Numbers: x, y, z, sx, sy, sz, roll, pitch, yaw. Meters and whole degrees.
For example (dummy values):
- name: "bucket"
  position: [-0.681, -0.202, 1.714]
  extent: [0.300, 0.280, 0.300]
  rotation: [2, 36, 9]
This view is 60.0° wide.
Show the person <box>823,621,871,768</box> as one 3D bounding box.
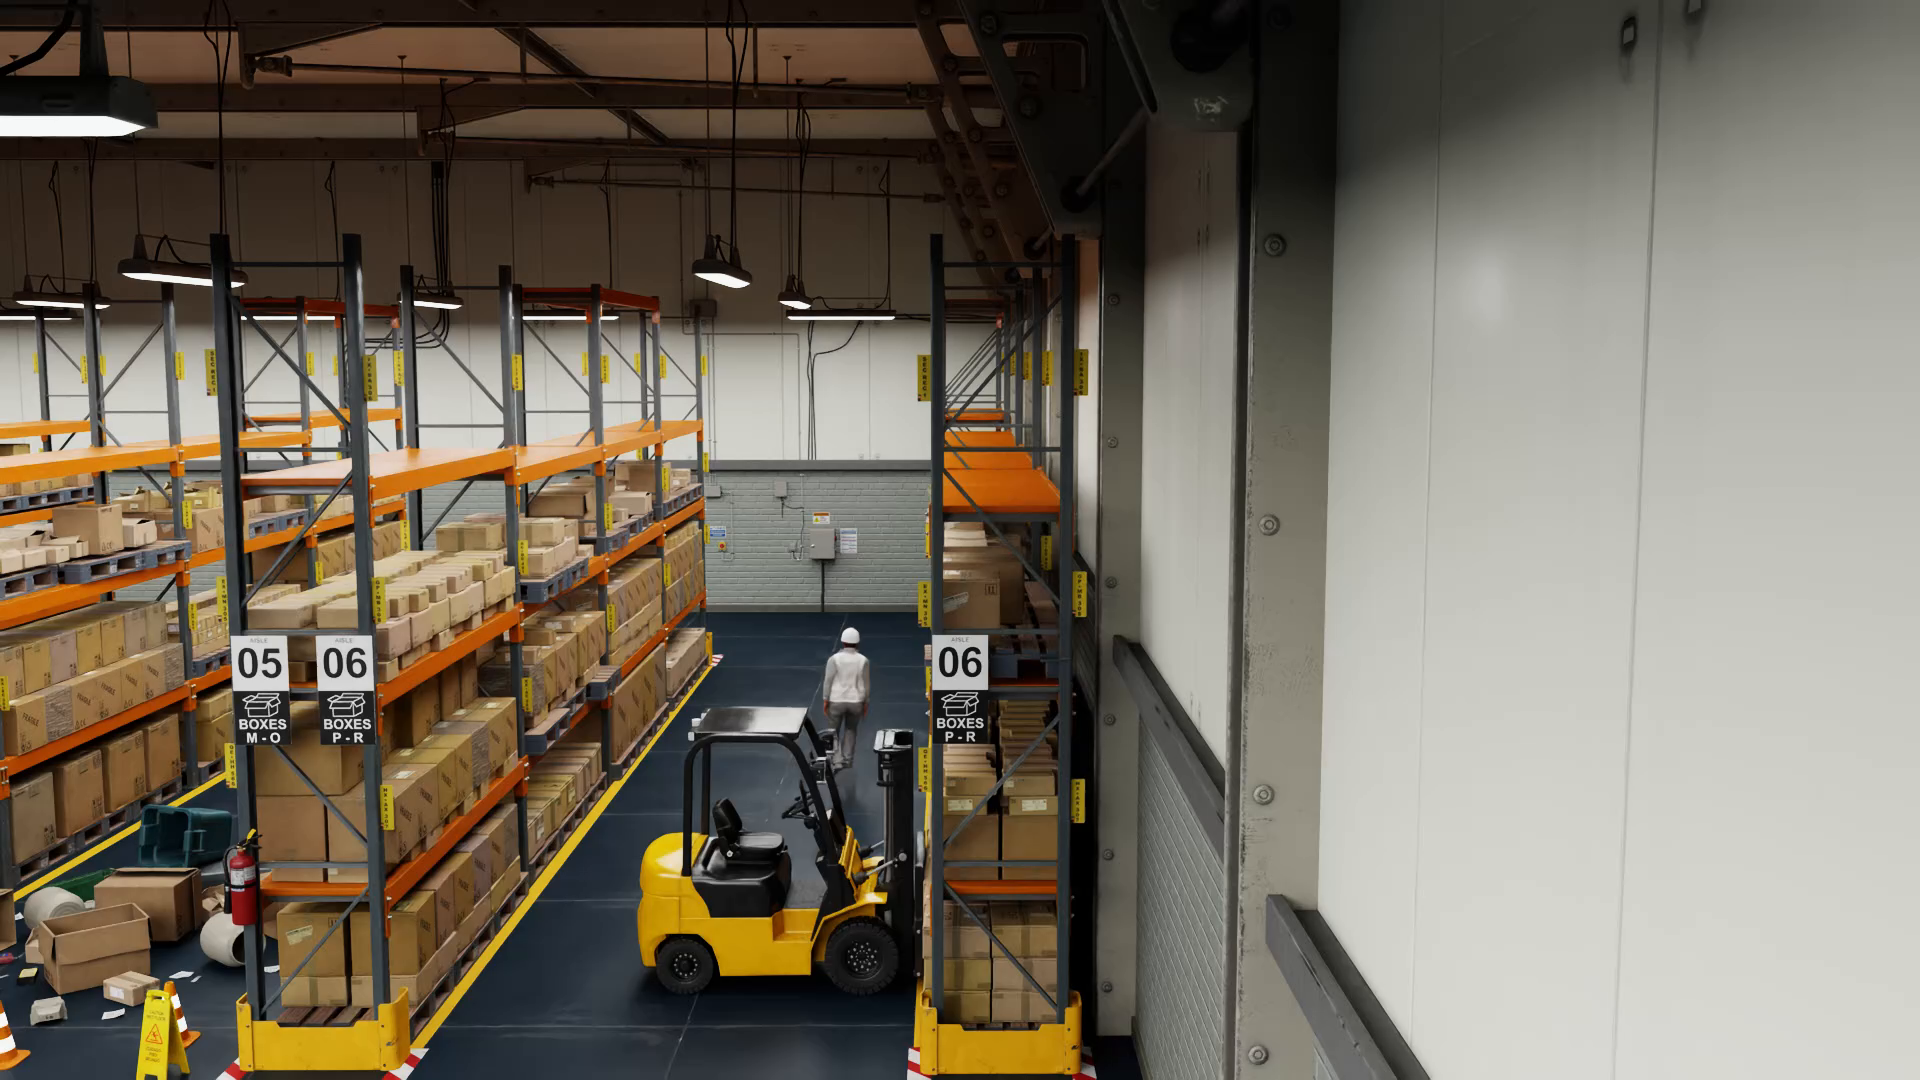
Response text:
- name: "person"
  position: [-1.377, 1.860, 19.758]
  extent: [0.660, 1.822, 0.352]
  rotation: [1, 6, 10]
